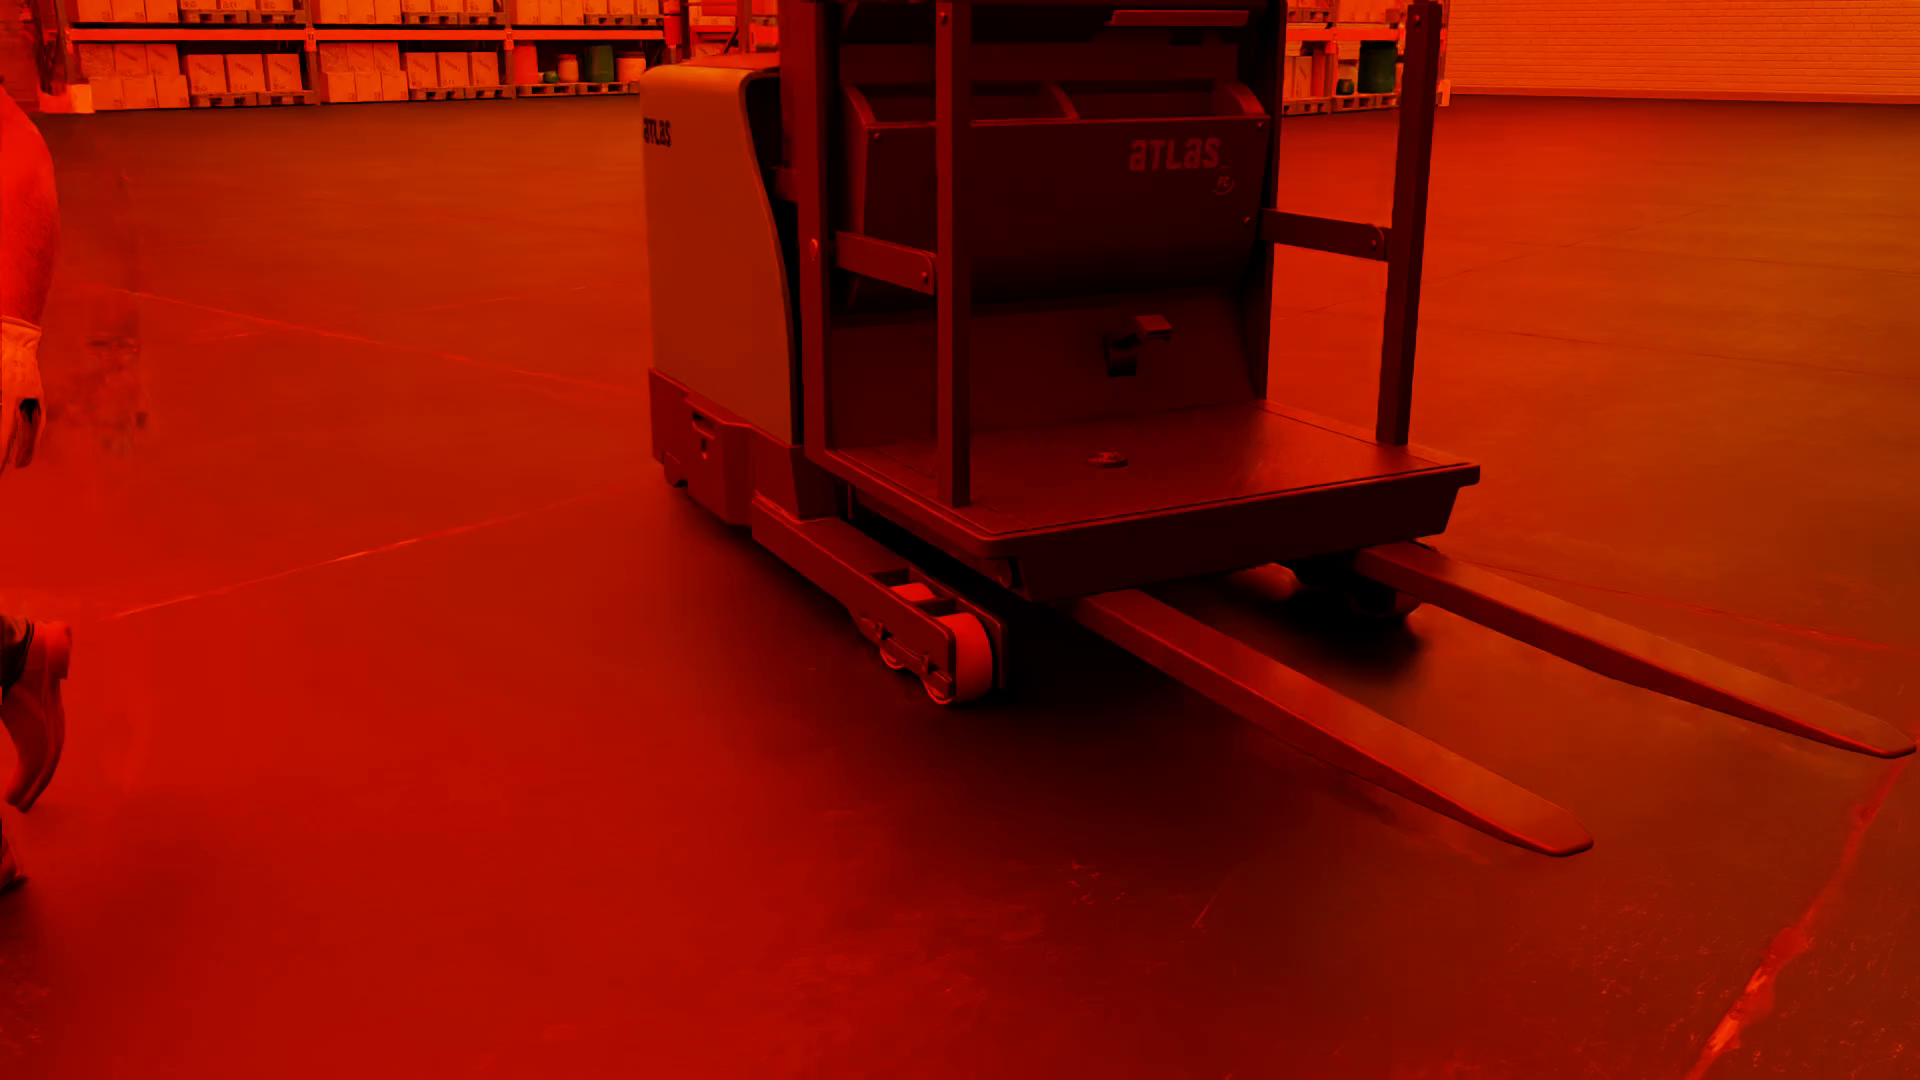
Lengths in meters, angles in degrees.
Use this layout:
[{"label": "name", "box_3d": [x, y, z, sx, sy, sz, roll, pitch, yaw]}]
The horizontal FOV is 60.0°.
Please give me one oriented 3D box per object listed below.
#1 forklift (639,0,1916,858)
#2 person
[{"label": "forklift", "box_3d": [0.305, -1.254, 3.029, 1.130, 2.935, 3.031, -9, 19, -26]}, {"label": "person", "box_3d": [-1.480, -0.260, 2.139, 0.852, 1.567, 0.657, 8, 18, 24]}]
